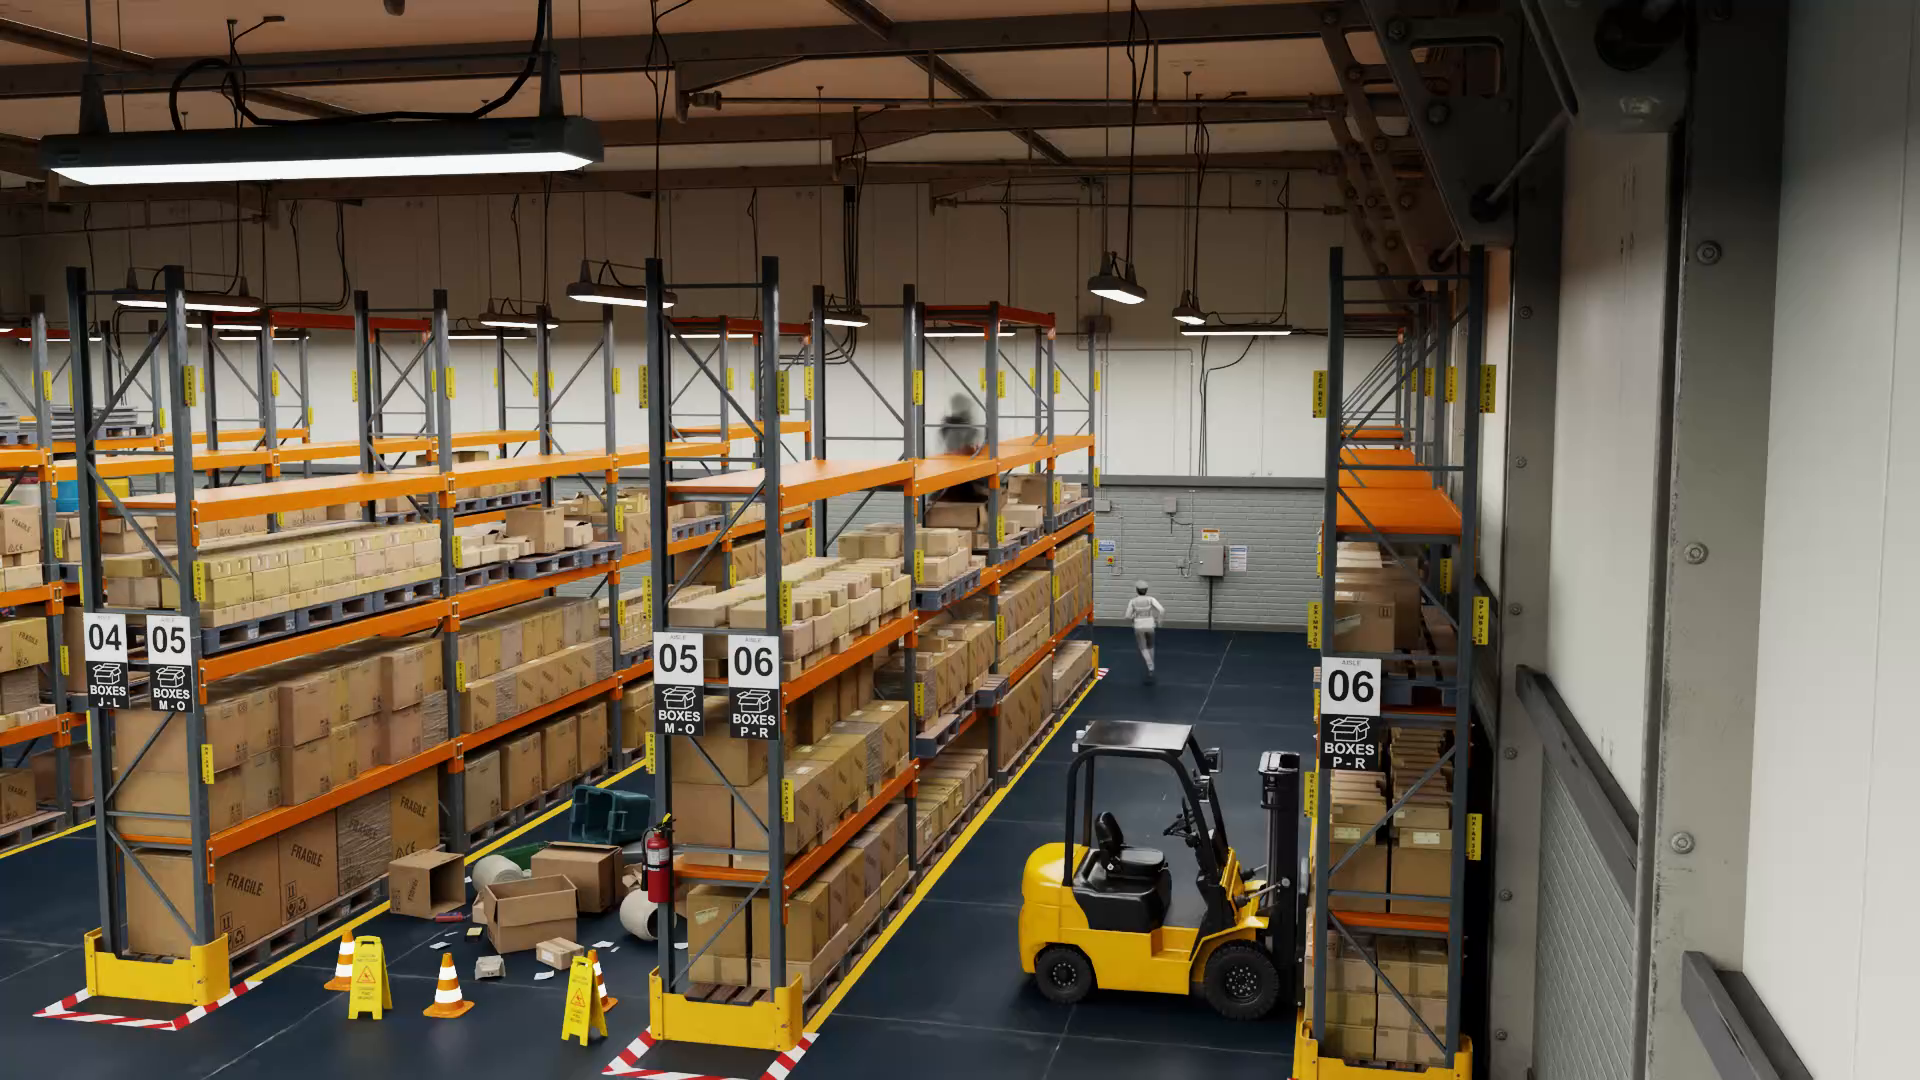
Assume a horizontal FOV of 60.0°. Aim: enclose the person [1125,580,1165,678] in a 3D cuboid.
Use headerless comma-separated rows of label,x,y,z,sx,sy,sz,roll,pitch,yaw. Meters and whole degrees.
person,3.085,1.533,27.896,0.645,1.711,0.817,0,6,-3
